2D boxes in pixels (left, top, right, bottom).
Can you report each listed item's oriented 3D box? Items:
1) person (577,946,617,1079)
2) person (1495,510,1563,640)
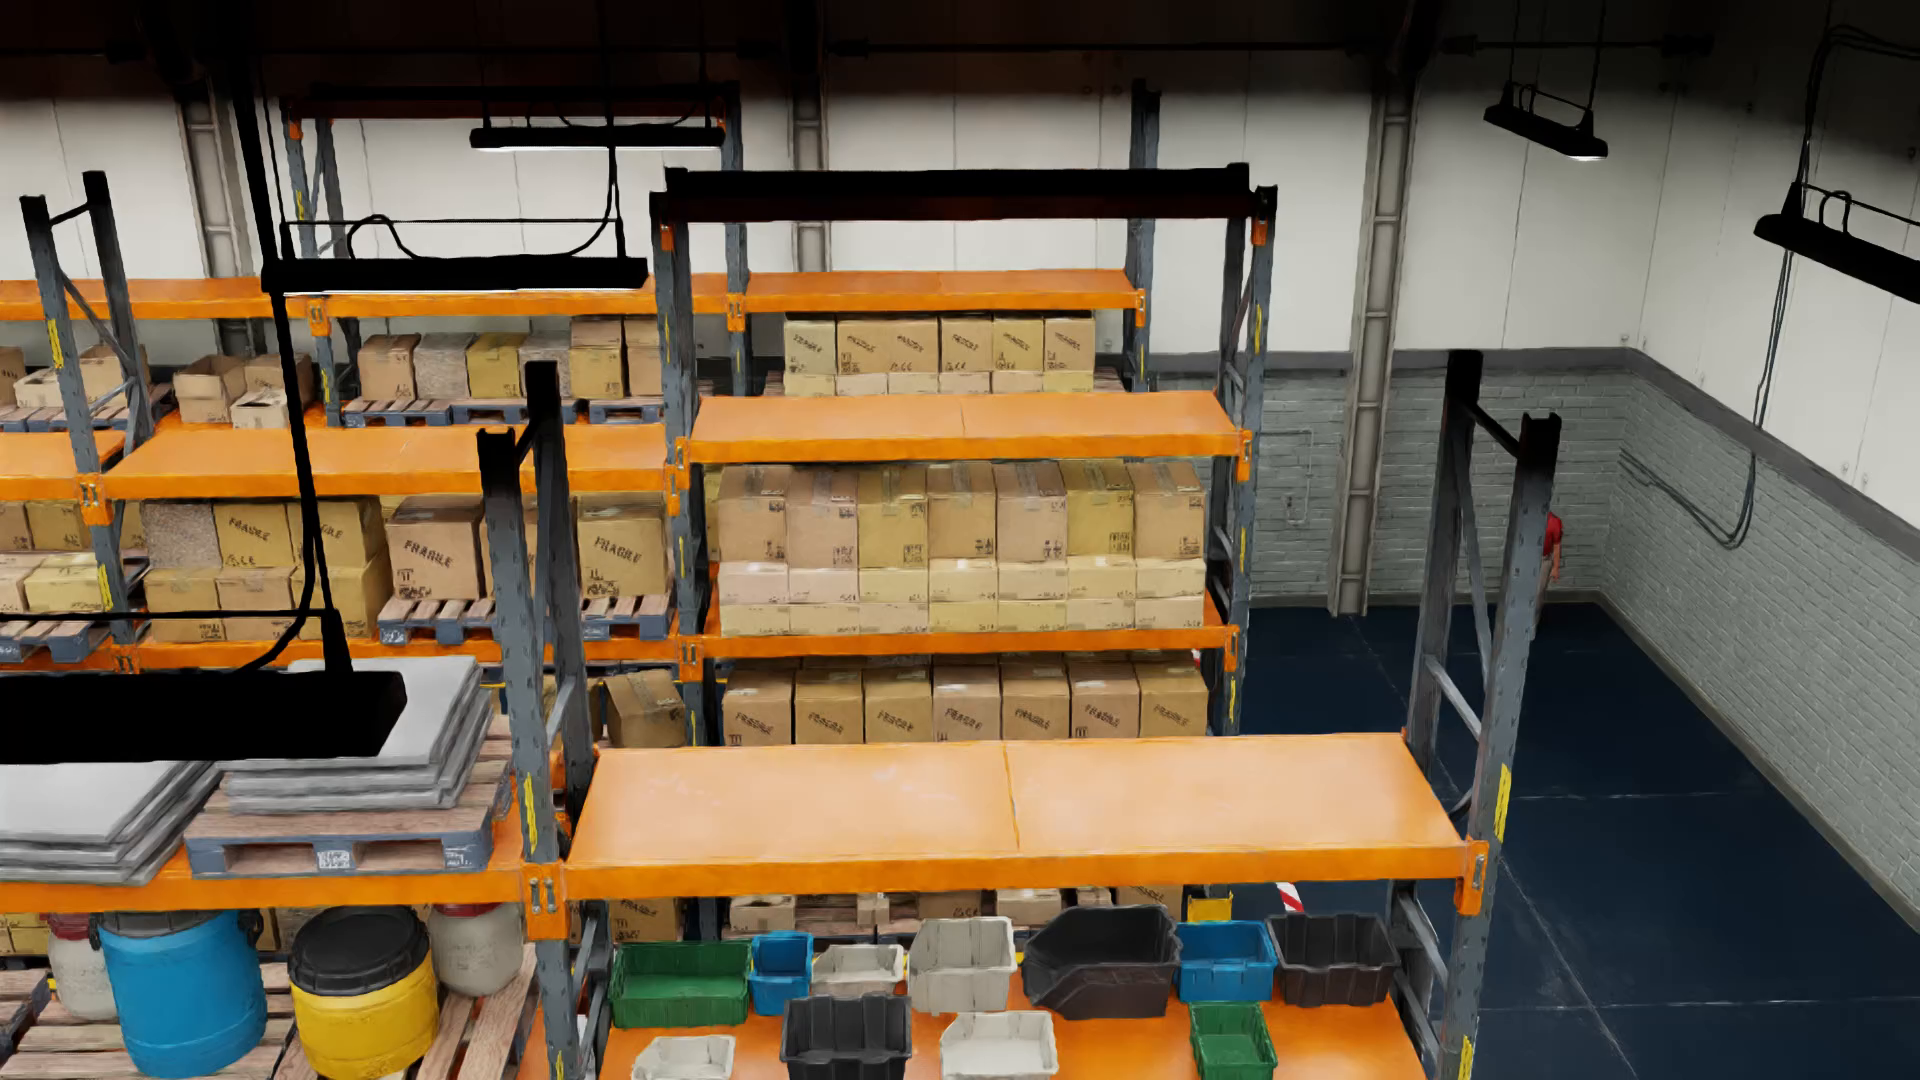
[{"bbox_3d":[-2.270,3.340,10.561,0.604,1.781,0.444,-12,25,-27],"label":"person"},{"bbox_3d":[6.259,0.215,18.329,0.542,1.719,0.728,-19,29,-39],"label":"person"}]
